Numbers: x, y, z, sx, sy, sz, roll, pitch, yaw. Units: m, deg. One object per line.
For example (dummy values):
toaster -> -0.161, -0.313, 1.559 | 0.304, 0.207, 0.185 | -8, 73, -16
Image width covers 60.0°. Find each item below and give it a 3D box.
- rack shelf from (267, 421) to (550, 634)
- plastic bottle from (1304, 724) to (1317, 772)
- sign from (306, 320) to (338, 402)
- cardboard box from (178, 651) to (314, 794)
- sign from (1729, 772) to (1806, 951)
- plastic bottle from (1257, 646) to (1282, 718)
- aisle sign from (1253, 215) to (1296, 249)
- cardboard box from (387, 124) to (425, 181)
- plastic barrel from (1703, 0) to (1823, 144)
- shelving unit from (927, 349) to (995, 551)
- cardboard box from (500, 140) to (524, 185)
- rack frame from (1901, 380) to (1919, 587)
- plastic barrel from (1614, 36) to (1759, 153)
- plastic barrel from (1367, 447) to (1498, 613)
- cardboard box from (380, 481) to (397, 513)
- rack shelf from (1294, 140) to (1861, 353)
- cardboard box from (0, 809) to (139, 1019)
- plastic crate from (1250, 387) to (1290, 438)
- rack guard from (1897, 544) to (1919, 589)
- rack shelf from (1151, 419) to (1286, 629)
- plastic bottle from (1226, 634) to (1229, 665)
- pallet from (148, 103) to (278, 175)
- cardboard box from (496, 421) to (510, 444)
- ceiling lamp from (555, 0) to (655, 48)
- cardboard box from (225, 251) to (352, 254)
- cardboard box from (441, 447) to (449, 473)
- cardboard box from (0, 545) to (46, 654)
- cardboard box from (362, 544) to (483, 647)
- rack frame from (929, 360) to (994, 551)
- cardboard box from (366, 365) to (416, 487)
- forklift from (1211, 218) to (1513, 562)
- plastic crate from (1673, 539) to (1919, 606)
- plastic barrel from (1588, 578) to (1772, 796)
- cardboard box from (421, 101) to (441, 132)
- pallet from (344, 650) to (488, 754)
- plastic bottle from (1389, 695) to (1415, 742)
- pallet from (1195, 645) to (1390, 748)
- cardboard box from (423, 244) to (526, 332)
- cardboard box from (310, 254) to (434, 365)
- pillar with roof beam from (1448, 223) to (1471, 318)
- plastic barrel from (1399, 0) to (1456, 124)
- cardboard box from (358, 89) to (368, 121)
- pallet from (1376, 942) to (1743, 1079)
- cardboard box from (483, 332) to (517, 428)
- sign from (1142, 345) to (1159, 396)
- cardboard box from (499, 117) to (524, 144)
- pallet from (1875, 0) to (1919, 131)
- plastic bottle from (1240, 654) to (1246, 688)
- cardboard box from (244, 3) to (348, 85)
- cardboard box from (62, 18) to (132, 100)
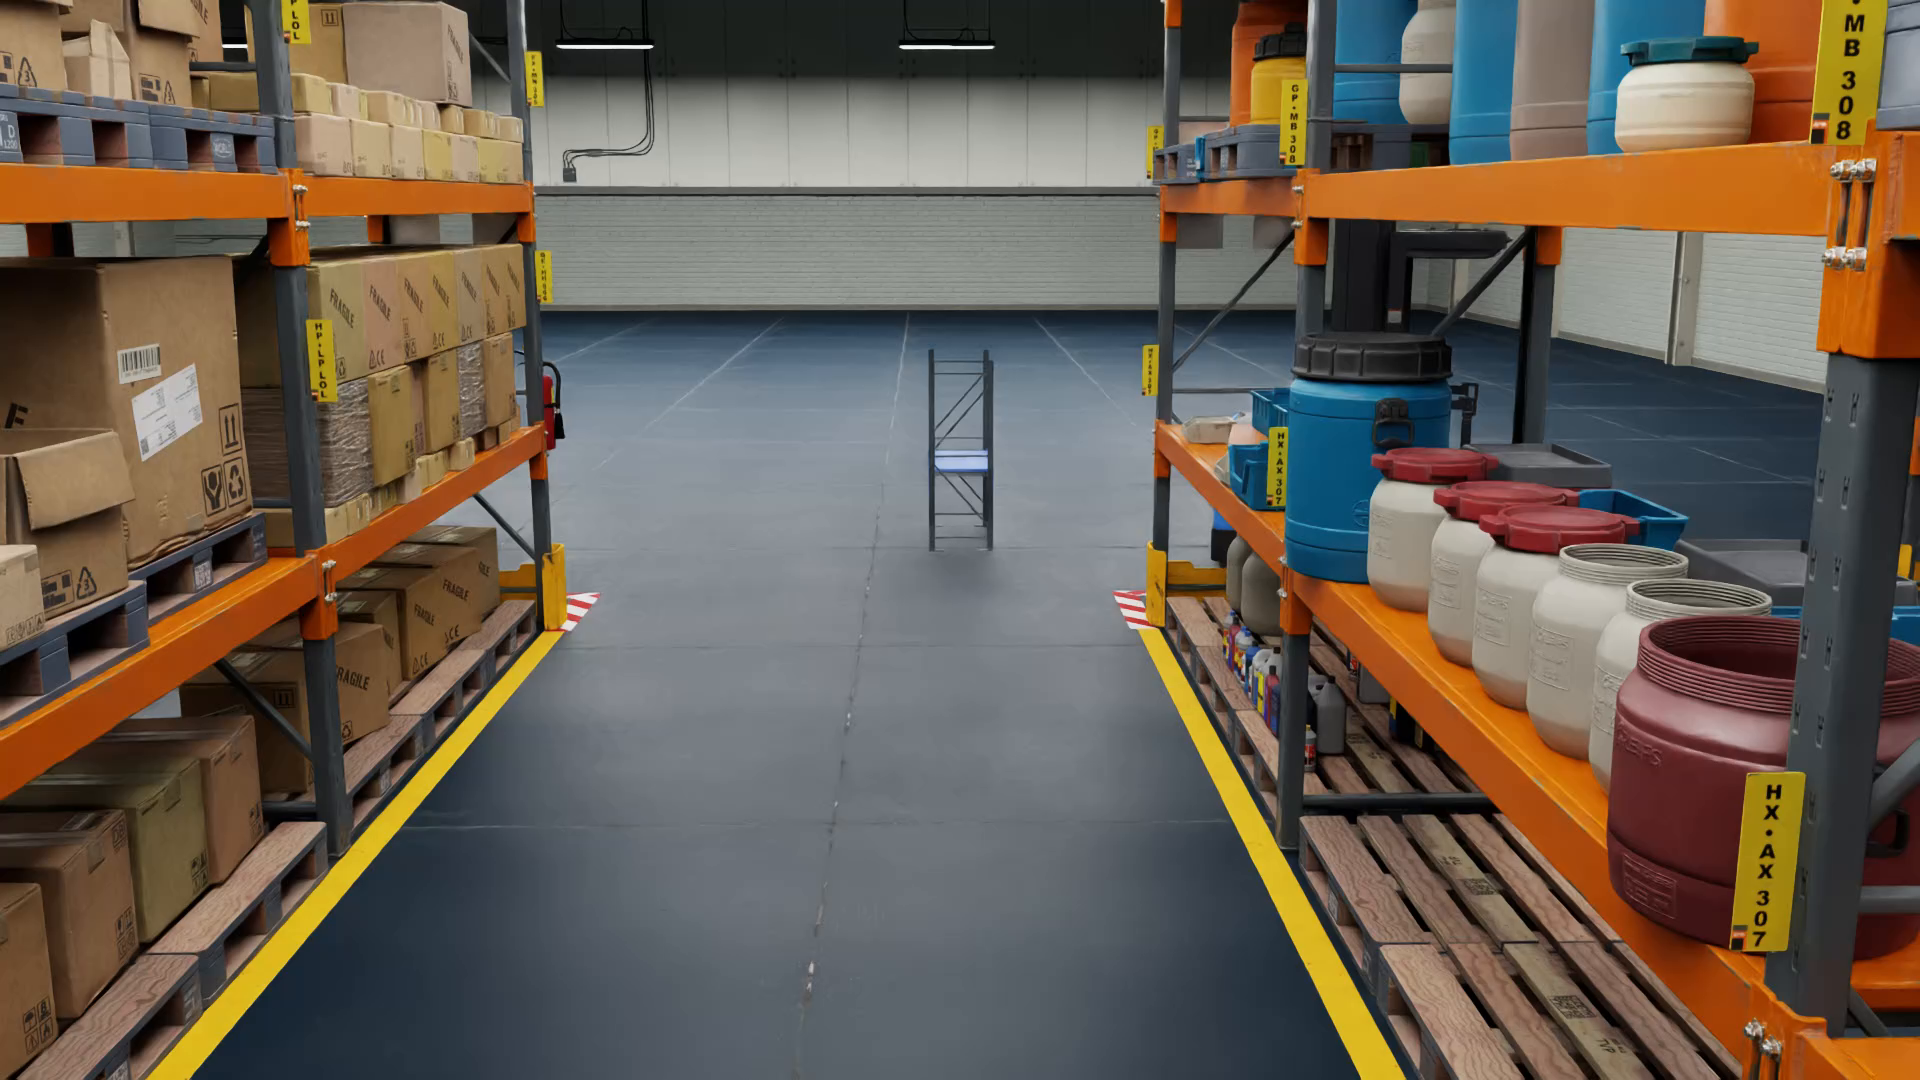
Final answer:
rack shelf -> -3.136, -0.188, 8.749 | 1.077, 0.370, 4.000 | 0, 11, -1
plastic bottle -> 1.539, 0.922, 7.402 | 0.097, 0.201, 0.097 | 0, 11, 0
sign -> -2.539, -0.713, 6.617 | 0.100, 0.325, 0.005 | 0, 11, -1
cardboard box -> -3.063, 0.797, 7.317 | 0.500, 0.500, 0.500 | -1, 11, -3
sign -> 1.390, 0.556, 2.864 | 0.100, 0.325, 0.005 | 0, 11, -1
plastic bottle -> 1.546, 0.690, 8.167 | 0.144, 0.351, 0.185 | 0, 11, -2
aisle sign -> 2.070, -2.248, 10.555 | 0.394, 0.787, 0.004 | 0, 11, -1
cardboard box -> -2.863, -1.834, 7.886 | 0.500, 0.250, 0.500 | -1, 11, -3
plastic barrel -> 2.127, -1.343, 4.008 | 0.600, 0.830, 0.708 | 0, 11, -1
shelving unit -> -0.002, -0.752, 13.494 | 0.538, 1.500, 1.048 | 0, 11, -1
cardboard box -> -2.913, -2.239, 9.886 | 0.500, 0.250, 0.500 | 0, 11, 0
rack frame -> 6.727, -0.978, 10.834 | 1.000, 3.000, 0.127 | 0, 11, -1
plastic barrel -> 1.681, -1.022, 3.856 | 0.301, 0.262, 0.301 | 0, 11, 0
plastic barrel -> 1.658, -0.038, 5.863 | 0.433, 0.535, 0.433 | 0, 11, 0
cardboard box -> -2.838, -0.212, 7.694 | 0.380, 0.149, 0.250 | 0, 11, -1
rack shelf -> 1.899, -0.883, 4.632 | 1.077, 0.370, 4.000 | 0, 11, -1
cardboard box -> -3.100, 1.195, 5.305 | 0.700, 0.500, 0.500 | -1, 12, -6
plastic crate -> 2.084, -0.787, 10.268 | 0.499, 0.251, 0.616 | 0, 11, -1
rack guard -> 6.727, 0.243, 11.106 | 1.175, 0.500, 0.348 | 0, 11, -1
rack shelf -> 1.816, -0.208, 8.849 | 1.077, 0.370, 4.000 | 0, 11, -1
plastic bottle -> 1.503, 0.580, 9.088 | 0.097, 0.201, 0.097 | 0, 11, 0
pallet -> -3.188, -1.397, 5.831 | 1.213, 0.211, 1.003 | 0, 11, -1
cardboard box -> -2.903, -0.660, 9.898 | 0.380, 0.149, 0.250 | 0, 11, -1
ceiling lamp -> -7.337, -11.780, 34.309 | 2.000, 3.185, 0.800 | 0, 11, -1
cardboard box -> -3.407, -1.214, 8.484 | 0.500, 0.500, 0.500 | 0, 11, -1
cardboard box -> -2.893, -0.411, 8.673 | 0.380, 0.149, 0.250 | 0, 11, -1
cardboard box -> -2.816, 0.186, 4.418 | 0.500, 0.250, 0.500 | -1, 11, -3
cardboard box -> -3.134, 0.324, 9.647 | 0.500, 0.500, 0.500 | 3, 12, 14
rack frame -> 0.009, -0.651, 12.995 | 0.500, 1.500, 0.032 | 0, 11, -1
cardboard box -> -3.017, -0.527, 7.611 | 0.875, 0.500, 0.500 | 0, 11, -1
forklift -> 3.460, -1.218, 12.189 | 3.031, 2.935, 1.130 | 4, 12, 17
plastic crate -> 2.213, 0.278, 4.482 | 0.402, 0.464, 0.583 | 0, 11, -1
plastic barrel -> 1.705, 0.374, 3.891 | 0.421, 0.512, 0.421 | 0, 11, 0
cardboard box -> -2.880, -2.162, 8.504 | 0.380, 0.149, 0.250 | -1, 11, -4
pallet -> -3.172, 0.848, 8.851 | 1.003, 0.211, 1.213 | 0, 11, -1
plastic bottle -> 2.112, 0.758, 7.834 | 0.144, 0.351, 0.185 | 0, 11, -1
pallet -> 1.857, 0.827, 8.952 | 1.003, 0.211, 1.213 | 0, 11, -1
cardboard box -> -2.918, -1.514, 9.964 | 0.500, 0.500, 0.500 | 0, 11, -1
cardboard box -> -2.871, -1.117, 8.005 | 0.500, 0.500, 0.500 | 0, 11, -1
pillar with roof beam -> 7.635, -9.749, 38.981 | 9.100, 9.000, 0.548 | 0, 11, -1
plastic barrel -> 2.045, -1.980, 6.893 | 0.421, 0.512, 0.421 | 0, 11, 0
cardboard box -> -2.899, -1.956, 7.485 | 0.380, 0.149, 0.250 | 0, 11, 1
pallet -> 1.941, 1.603, 5.128 | 1.003, 0.211, 1.213 | 0, 11, -1
cardboard box -> -3.063, -0.924, 9.571 | 0.875, 0.500, 0.500 | 0, 11, -1
sign -> 1.225, -1.092, 10.703 | 0.100, 0.325, 0.005 | 0, 11, -1
cardboard box -> -2.859, -2.476, 10.048 | 0.380, 0.149, 0.250 | 0, 11, -1
pallet -> 1.858, -0.593, 1.868 | 1.003, 0.211, 1.213 | 0, 11, -1
plastic bottle -> 1.512, 0.667, 8.658 | 0.097, 0.201, 0.097 | 0, 11, 0
cardboard box -> -3.416, -2.551, 8.789 | 0.500, 0.500, 0.500 | 0, 11, -1
cardboard box -> -2.975, -1.566, 5.472 | 0.396, 0.266, 0.258 | 0, 11, 1
